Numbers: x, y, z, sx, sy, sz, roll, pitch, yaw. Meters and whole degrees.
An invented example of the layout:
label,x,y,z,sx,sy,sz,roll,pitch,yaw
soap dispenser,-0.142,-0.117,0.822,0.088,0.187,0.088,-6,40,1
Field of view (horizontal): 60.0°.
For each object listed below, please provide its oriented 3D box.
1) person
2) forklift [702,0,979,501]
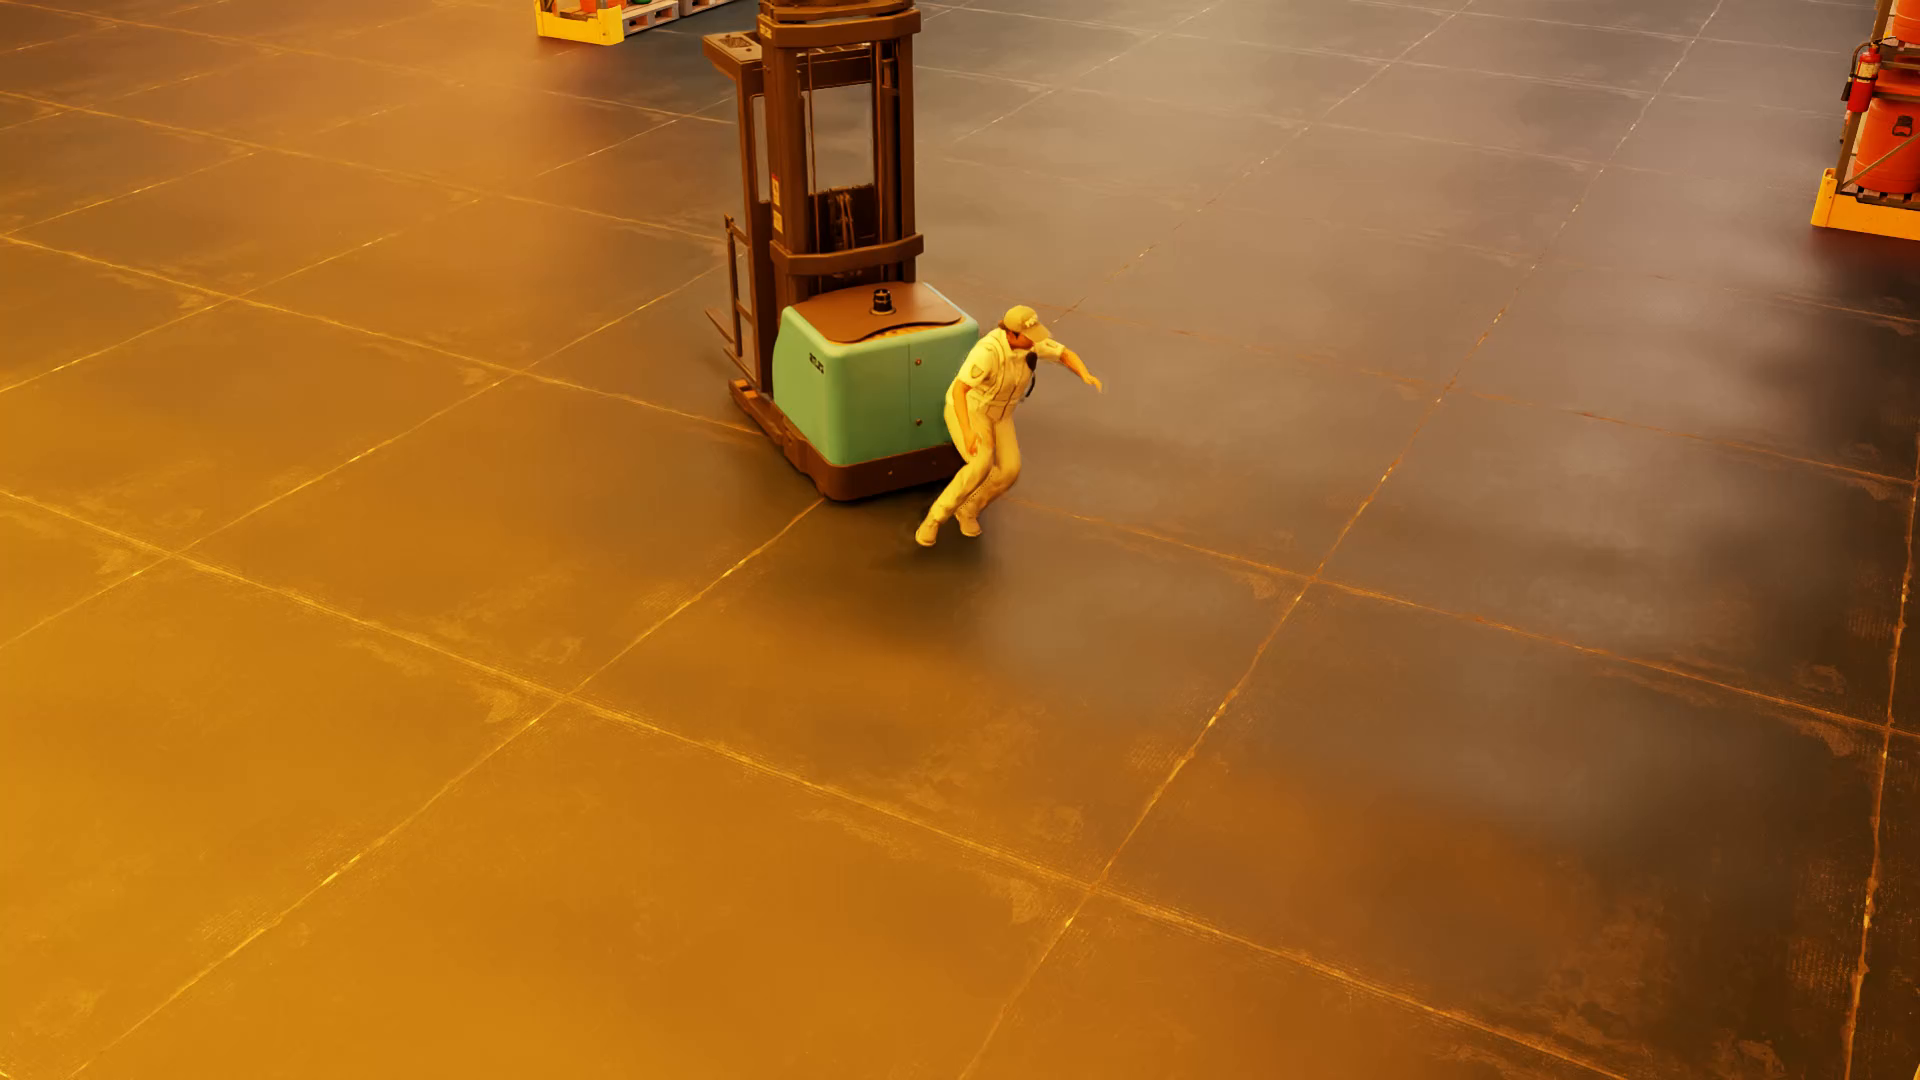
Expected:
label,x,y,z,sx,sy,sz,roll,pitch,yaw
person,0.219,-0.653,9.737,0.912,1.434,1.127,25,38,36
forklift,-0.966,-2.225,10.926,1.130,2.935,3.031,-14,33,-22
